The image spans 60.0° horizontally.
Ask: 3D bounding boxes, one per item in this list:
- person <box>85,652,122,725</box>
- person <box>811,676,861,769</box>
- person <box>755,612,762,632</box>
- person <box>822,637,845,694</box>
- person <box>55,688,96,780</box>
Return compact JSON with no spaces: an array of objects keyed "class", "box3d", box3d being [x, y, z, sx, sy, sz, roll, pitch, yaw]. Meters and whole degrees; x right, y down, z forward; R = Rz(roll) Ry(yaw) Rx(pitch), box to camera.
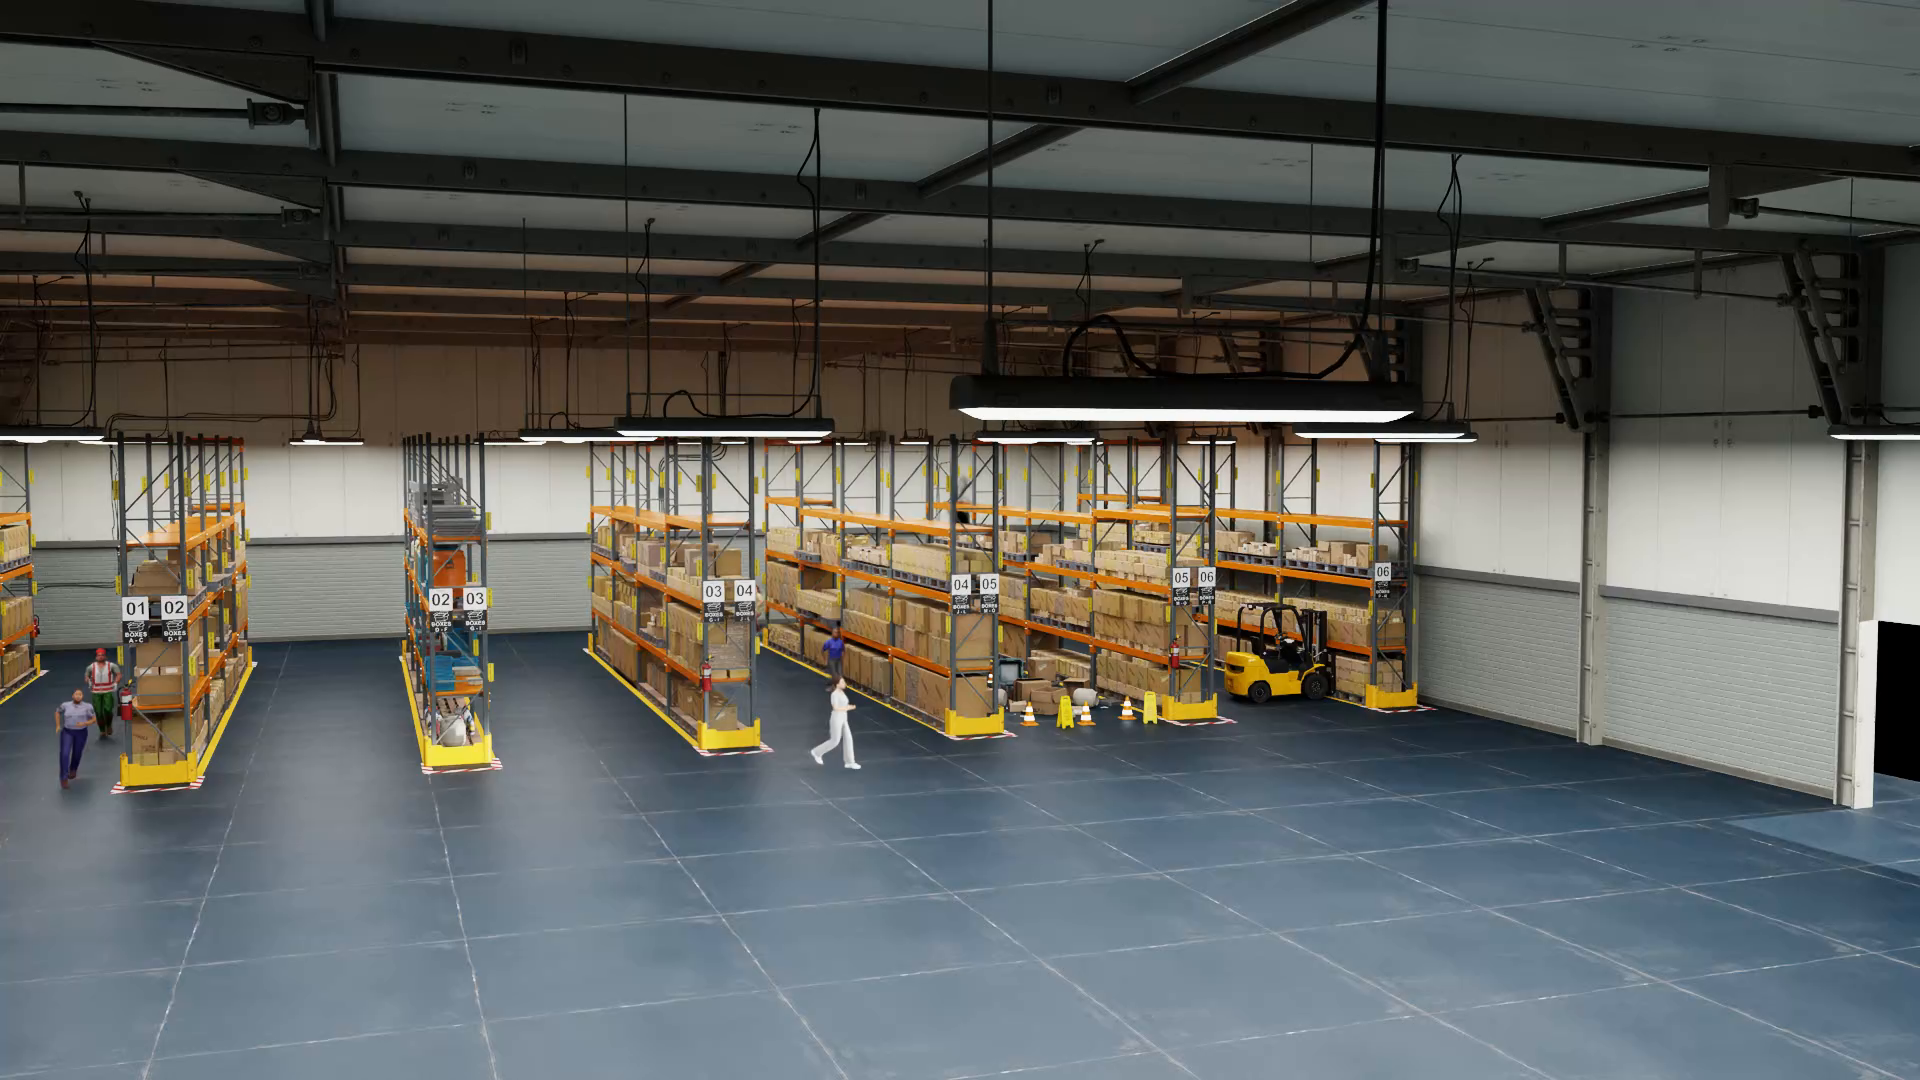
[{"class":"person","box3d":[-16.894,2.930,32.759,0.641,1.481,0.601,-1,3,-22]},{"class":"person","box3d":[-2.195,3.231,29.573,0.922,1.650,0.566,1,3,16]},{"class":"person","box3d":[-6.122,2.418,49.487,0.629,0.900,0.619,-1,3,-25]},{"class":"person","box3d":[-2.853,2.921,37.961,0.538,1.409,0.522,-2,4,-27]},{"class":"person","box3d":[-15.064,3.278,28.332,0.626,1.534,0.747,-2,4,-29]}]
